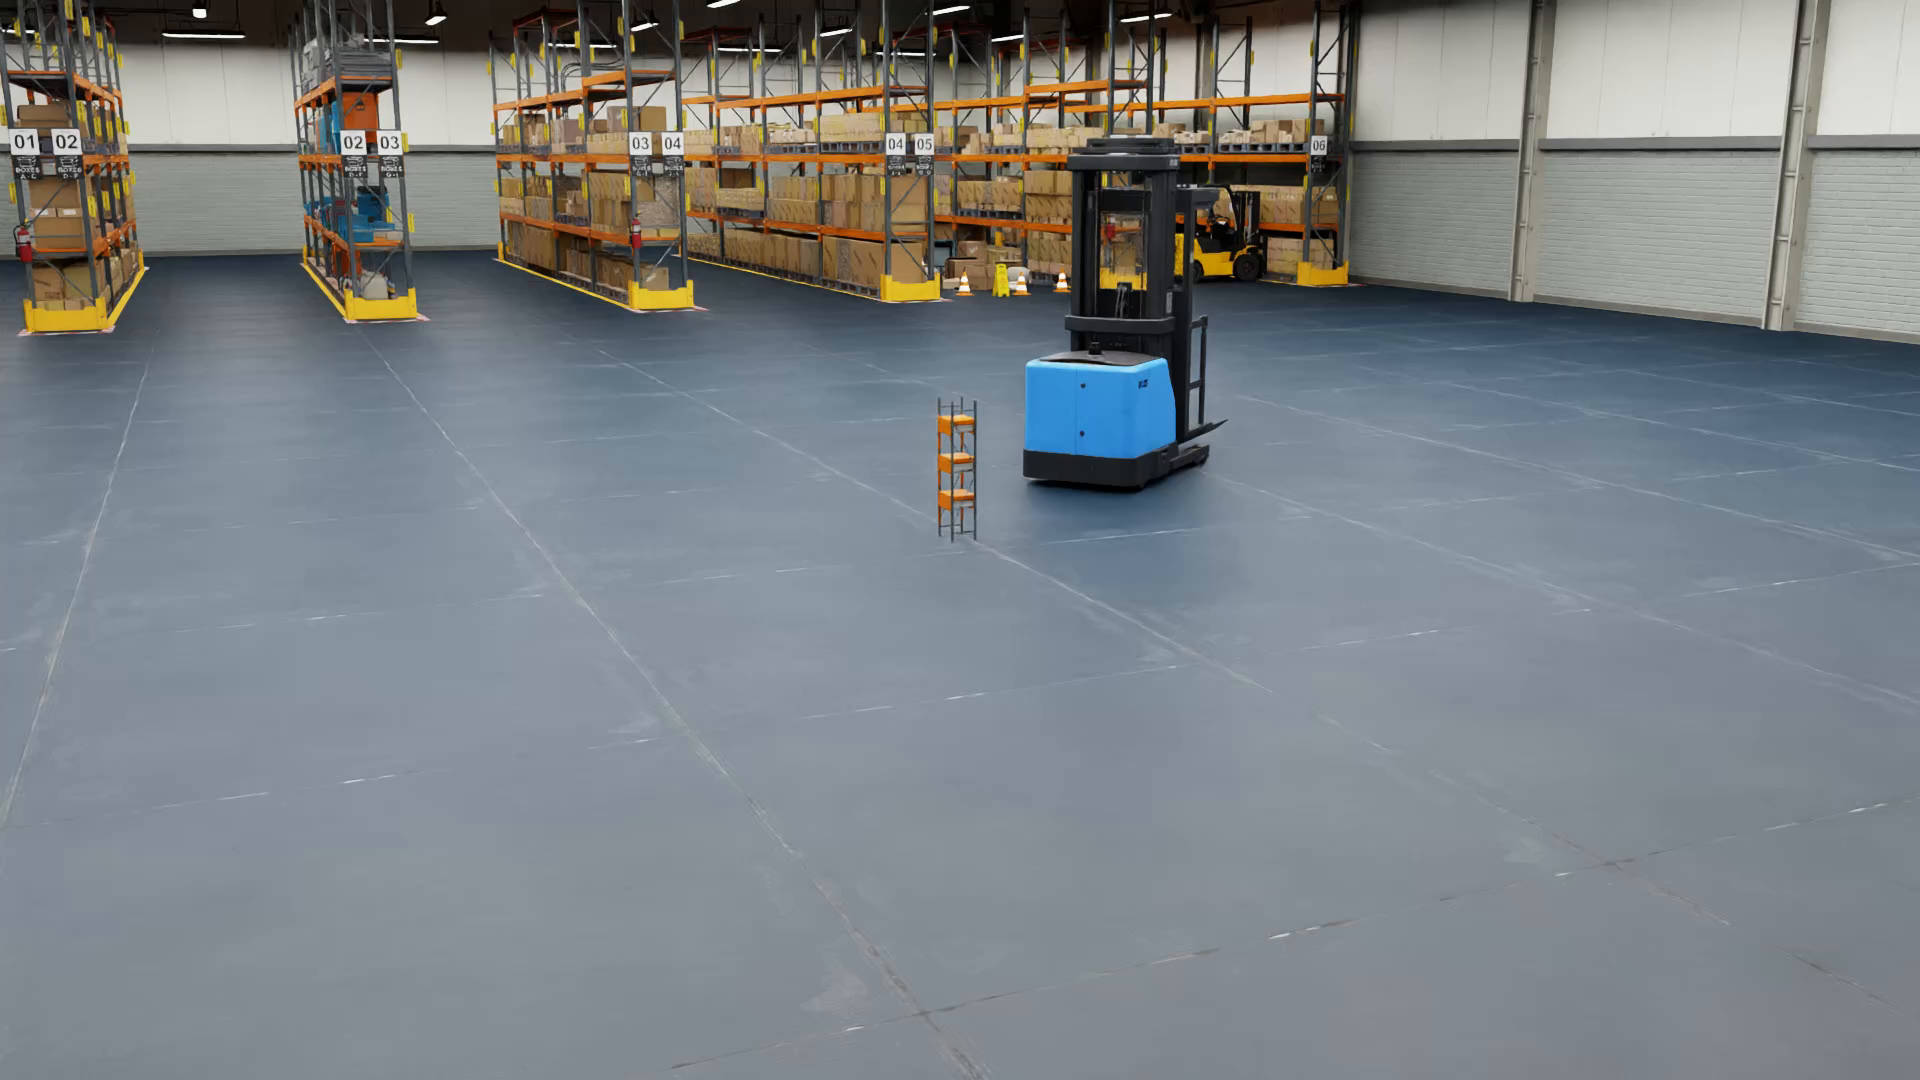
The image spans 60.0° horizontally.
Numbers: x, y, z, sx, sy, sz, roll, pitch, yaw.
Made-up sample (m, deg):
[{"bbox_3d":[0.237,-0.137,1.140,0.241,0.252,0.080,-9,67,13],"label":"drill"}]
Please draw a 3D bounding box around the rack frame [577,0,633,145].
[{"bbox_3d":[-7.181,-9.566,33.744,1.000,3.000,0.127,-6,14,-23],"label":"rack frame"}]

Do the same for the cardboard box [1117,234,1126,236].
[{"bbox_3d":[4.414,-8.196,44.302,0.380,0.149,0.250,-6,14,-26],"label":"cardboard box"}]

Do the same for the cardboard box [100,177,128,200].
[{"bbox_3d":[-19.395,-8.061,38.106,0.500,0.500,0.500,-5,14,-21],"label":"cardboard box"}]

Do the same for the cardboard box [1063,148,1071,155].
[{"bbox_3d":[2.446,-8.413,35.970,0.380,0.149,0.250,-6,14,-24],"label":"cardboard box"}]

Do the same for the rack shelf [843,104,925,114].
[{"bbox_3d":[-2.106,-11.982,46.664,1.077,0.370,4.000,-6,14,-23],"label":"rack shelf"}]

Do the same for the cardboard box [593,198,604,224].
[{"bbox_3d":[-6.889,-6.632,33.490,0.875,0.500,0.500,-6,14,-23],"label":"cardboard box"}]

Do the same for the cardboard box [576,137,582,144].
[{"bbox_3d":[-8.023,-8.574,35.696,0.380,0.166,0.250,-6,14,-25],"label":"cardboard box"}]

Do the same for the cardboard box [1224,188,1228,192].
[{"bbox_3d":[6.506,-8.360,39.519,0.380,0.149,0.250,-5,14,-22],"label":"cardboard box"}]

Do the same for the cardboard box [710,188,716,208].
[{"bbox_3d":[-6.253,-8.991,43.684,0.500,0.500,0.500,-6,14,-23],"label":"cardboard box"}]

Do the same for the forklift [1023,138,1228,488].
[{"bbox_3d":[1.676,-2.154,15.177,1.130,2.935,3.031,7,15,27],"label":"forklift"}]

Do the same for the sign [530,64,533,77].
[{"bbox_3d":[-11.485,-12.585,44.541,0.100,0.325,0.005,-6,14,-23],"label":"sign"}]

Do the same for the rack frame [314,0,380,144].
[{"bbox_3d":[-11.719,-9.118,31.811,1.000,3.000,0.127,-6,14,-23],"label":"rack frame"}]

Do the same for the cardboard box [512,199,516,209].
[{"bbox_3d":[-11.217,-8.647,42.753,0.500,0.250,0.500,-5,14,-22],"label":"cardboard box"}]

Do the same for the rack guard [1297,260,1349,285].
[{"bbox_3d":[8.058,-5.938,36.918,1.175,0.500,0.348,-6,14,-23],"label":"rack guard"}]

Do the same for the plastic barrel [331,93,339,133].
[{"bbox_3d":[-11.418,-7.891,31.115,0.600,0.901,0.708,-6,14,-23],"label":"plastic barrel"}]

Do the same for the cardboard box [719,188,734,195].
[{"bbox_3d":[-5.946,-8.915,42.543,0.380,0.149,0.250,-5,14,-21],"label":"cardboard box"}]

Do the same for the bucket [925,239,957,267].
[{"bbox_3d":[-0.429,-6.396,37.242,0.726,0.611,0.620,-1,3,-4],"label":"bucket"}]

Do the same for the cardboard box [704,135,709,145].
[{"bbox_3d":[-6.416,-10.536,43.811,0.500,0.250,0.500,-6,14,-25],"label":"cardboard box"}]

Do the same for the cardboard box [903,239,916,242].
[{"bbox_3d":[-0.984,-8.240,45.099,0.875,0.875,0.875,-5,14,-21],"label":"cardboard box"}]

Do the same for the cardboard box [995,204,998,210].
[{"bbox_3d":[1.045,-7.914,39.537,0.380,0.149,0.250,-6,14,-23],"label":"cardboard box"}]

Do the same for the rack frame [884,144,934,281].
[{"bbox_3d":[-0.993,-6.244,32.695,1.000,3.000,0.127,-6,14,-23],"label":"rack frame"}]

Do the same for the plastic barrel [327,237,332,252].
[{"bbox_3d":[-14.438,-6.771,38.694,0.600,0.901,0.708,-6,14,-23],"label":"plastic barrel"}]

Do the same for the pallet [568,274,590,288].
[{"bbox_3d":[-7.987,-5.698,36.520,1.003,0.211,1.213,-6,14,-23],"label":"pallet"}]

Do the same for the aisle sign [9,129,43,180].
[{"bbox_3d":[-14.900,-6.149,26.521,0.394,0.787,0.004,-6,14,-23],"label":"aisle sign"}]

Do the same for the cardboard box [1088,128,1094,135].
[{"bbox_3d":[2.909,-8.590,34.970,0.380,0.149,0.250,-6,14,-24],"label":"cardboard box"}]

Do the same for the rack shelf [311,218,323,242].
[{"bbox_3d":[-14.122,-7.085,37.925,1.077,0.370,4.000,-6,14,-23],"label":"rack shelf"}]

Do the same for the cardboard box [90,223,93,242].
[{"bbox_3d":[-15.455,-5.389,28.778,0.700,0.500,0.500,-5,14,-21],"label":"cardboard box"}]

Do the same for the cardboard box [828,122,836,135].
[{"bbox_3d":[-2.453,-8.626,34.857,0.500,0.250,0.500,-6,14,-23],"label":"cardboard box"}]

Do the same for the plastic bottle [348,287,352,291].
[{"bbox_3d":[-11.254,-4.560,30.651,0.097,0.201,0.097,0,13,0],"label":"plastic bottle"}]

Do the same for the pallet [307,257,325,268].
[{"bbox_3d":[-16.231,-7.143,42.763,1.003,0.211,1.213,-6,14,-23],"label":"pallet"}]

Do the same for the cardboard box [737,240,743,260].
[{"bbox_3d":[-5.312,-7.317,41.945,0.500,0.500,0.500,-5,14,-22],"label":"cardboard box"}]

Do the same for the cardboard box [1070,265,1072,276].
[{"bbox_3d":[2.731,-5.827,36.062,0.500,0.250,0.500,-6,14,-23],"label":"cardboard box"}]

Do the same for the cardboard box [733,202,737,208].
[{"bbox_3d":[-5.438,-8.361,41.467,0.380,0.149,0.250,-6,14,-26],"label":"cardboard box"}]

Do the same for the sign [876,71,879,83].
[{"bbox_3d":[-2.405,-13.480,48.408,0.100,0.325,0.005,-6,14,-23],"label":"sign"}]

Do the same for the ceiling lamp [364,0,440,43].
[{"bbox_3d":[-15.293,-15.224,45.244,2.000,3.185,0.800,-6,14,-23],"label":"ceiling lamp"}]

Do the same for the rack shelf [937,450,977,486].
[{"bbox_3d":[-0.021,-0.512,12.302,0.215,0.259,0.240,-6,14,-23],"label":"rack shelf"}]

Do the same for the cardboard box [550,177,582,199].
[{"bbox_3d":[-9.061,-8.159,38.526,0.797,0.503,0.637,-5,14,-21],"label":"cardboard box"}]

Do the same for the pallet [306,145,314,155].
[{"bbox_3d":[-14.520,-9.065,38.650,1.213,0.211,1.003,-6,14,-23],"label":"pallet"}]

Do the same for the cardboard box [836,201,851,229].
[{"bbox_3d":[-2.087,-6.834,34.914,0.875,0.550,0.550,-6,14,-23],"label":"cardboard box"}]

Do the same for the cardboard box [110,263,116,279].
[{"bbox_3d":[-16.600,-5.206,32.134,0.500,0.311,0.500,-6,14,-25],"label":"cardboard box"}]

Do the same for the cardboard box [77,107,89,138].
[{"bbox_3d":[-15.072,-7.073,28.164,0.500,0.500,0.500,-6,14,-23],"label":"cardboard box"}]

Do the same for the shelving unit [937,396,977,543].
[{"bbox_3d":[-0.021,-0.523,12.299,0.215,1.050,0.252,-6,14,-23],"label":"shelving unit"}]

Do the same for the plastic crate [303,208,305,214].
[{"bbox_3d":[-16.676,-8.421,42.555,0.250,0.136,0.298,-6,14,-23],"label":"plastic crate"}]

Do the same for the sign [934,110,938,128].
[{"bbox_3d":[-0.482,-8.218,32.461,0.100,0.325,0.005,-6,14,-23],"label":"sign"}]

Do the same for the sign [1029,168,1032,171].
[{"bbox_3d":[2.156,-11.231,50.973,0.100,0.325,0.005,-6,14,-23],"label":"sign"}]

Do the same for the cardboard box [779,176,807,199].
[{"bbox_3d":[-3.823,-8.234,38.857,0.700,0.500,0.500,-6,14,-24],"label":"cardboard box"}]

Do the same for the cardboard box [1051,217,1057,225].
[{"bbox_3d":[2.236,-7.057,36.764,0.380,0.149,0.250,-6,14,-23],"label":"cardboard box"}]

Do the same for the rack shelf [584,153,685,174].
[{"bbox_3d":[-6.380,-7.341,32.378,1.077,0.370,4.000,-6,14,-23],"label":"rack shelf"}]

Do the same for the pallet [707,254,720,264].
[{"bbox_3d":[-6.102,-7.500,44.307,1.003,0.211,1.213,-6,14,-23],"label":"pallet"}]

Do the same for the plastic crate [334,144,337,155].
[{"bbox_3d":[-11.336,-7.203,30.658,0.336,0.188,0.450,-6,14,-23],"label":"plastic crate"}]

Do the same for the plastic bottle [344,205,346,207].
[{"bbox_3d":[-14.314,-7.613,38.720,0.144,0.351,0.185,-6,14,-23],"label":"plastic bottle"}]

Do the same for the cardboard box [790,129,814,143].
[{"bbox_3d":[-3.499,-9.084,37.358,0.500,0.311,0.500,-6,14,-25],"label":"cardboard box"}]

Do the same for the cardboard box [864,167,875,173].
[{"bbox_3d":[-2.513,-10.502,47.214,0.380,0.149,0.250,-5,14,-22],"label":"cardboard box"}]

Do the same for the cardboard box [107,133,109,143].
[{"bbox_3d":[-18.480,-8.385,35.075,0.910,0.500,0.500,-6,14,-23],"label":"cardboard box"}]

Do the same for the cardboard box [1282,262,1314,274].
[{"bbox_3d":[7.571,-6.094,37.217,0.500,0.250,0.500,-6,14,-23],"label":"cardboard box"}]

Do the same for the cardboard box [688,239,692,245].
[{"bbox_3d":[-7.370,-8.317,46.384,0.380,0.149,0.250,-6,14,-23],"label":"cardboard box"}]
